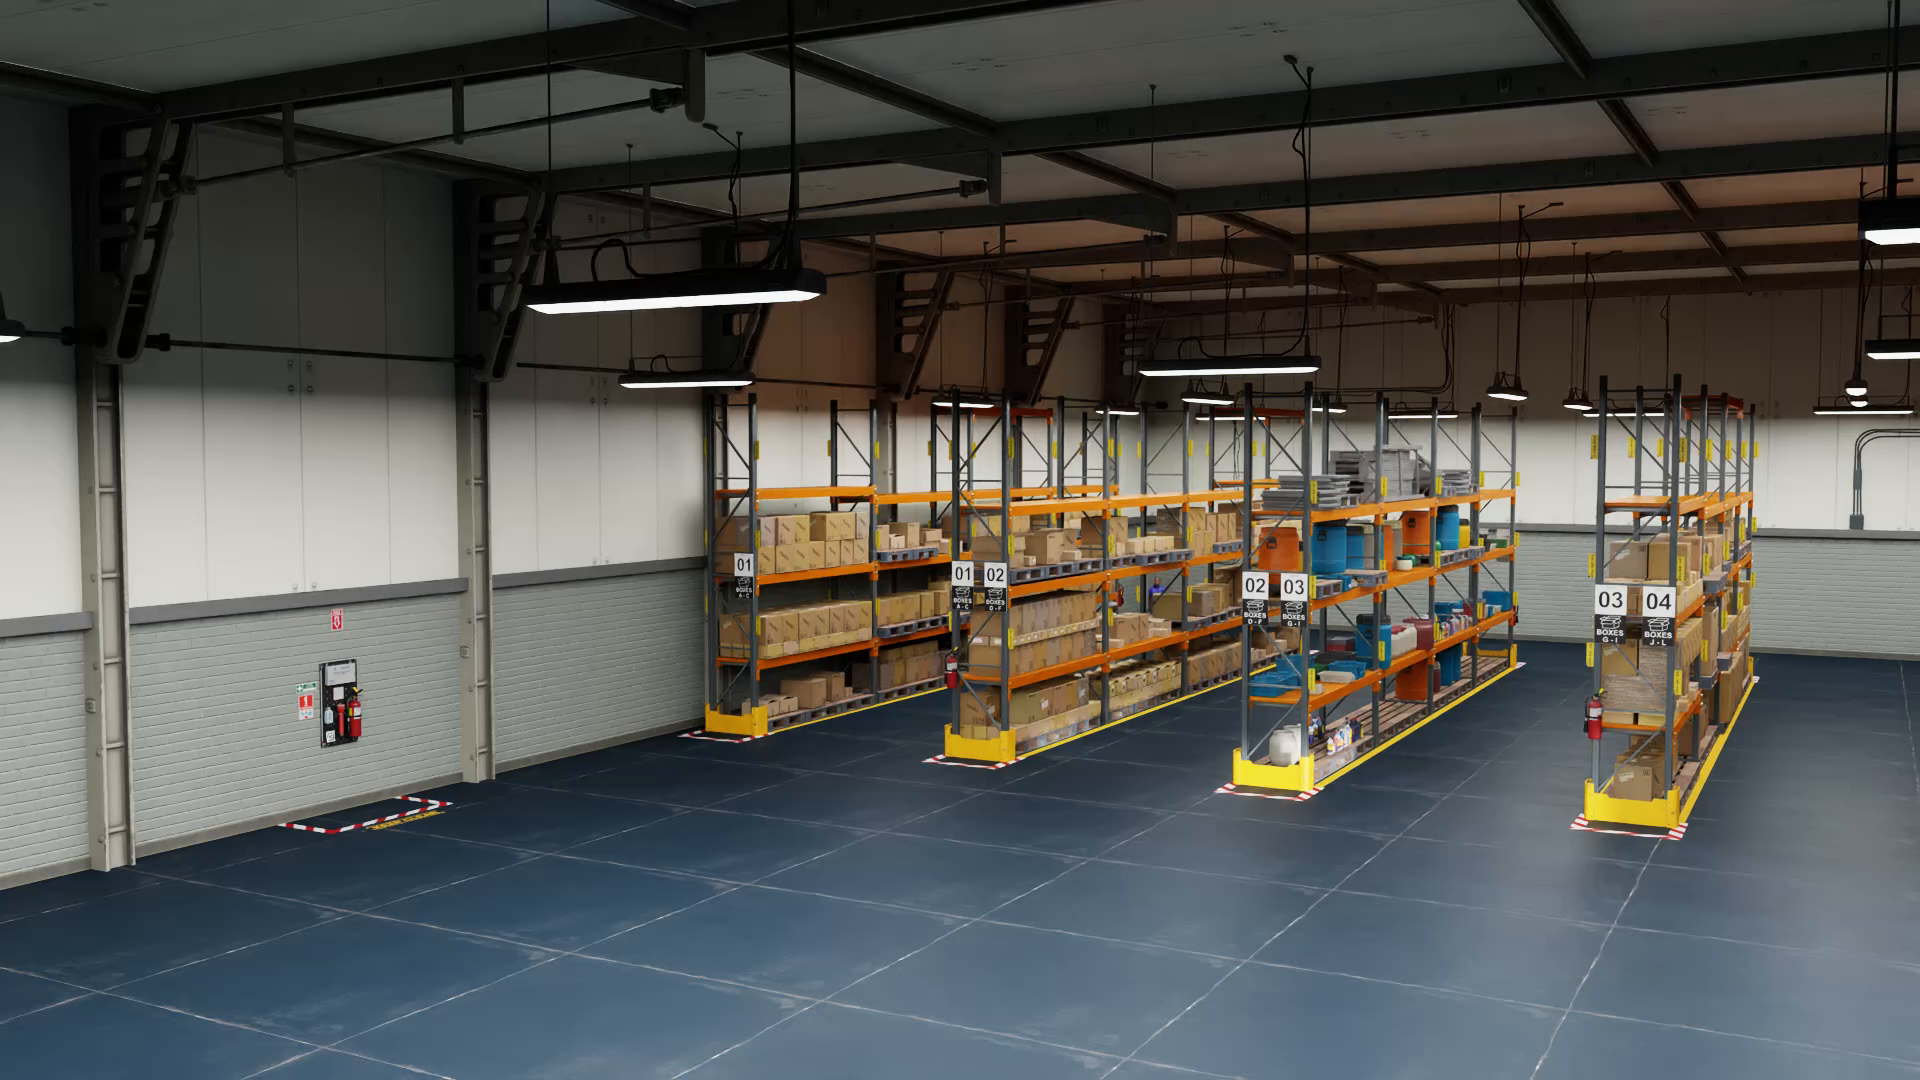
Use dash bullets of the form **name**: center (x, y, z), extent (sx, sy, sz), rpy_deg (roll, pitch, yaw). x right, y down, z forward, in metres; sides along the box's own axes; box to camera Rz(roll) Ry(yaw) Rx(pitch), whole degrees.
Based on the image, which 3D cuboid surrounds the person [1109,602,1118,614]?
- **person**: center (3.362, 1.866, 36.505), extent (0.503, 1.008, 0.281), rpy_deg (2, 4, 29)
